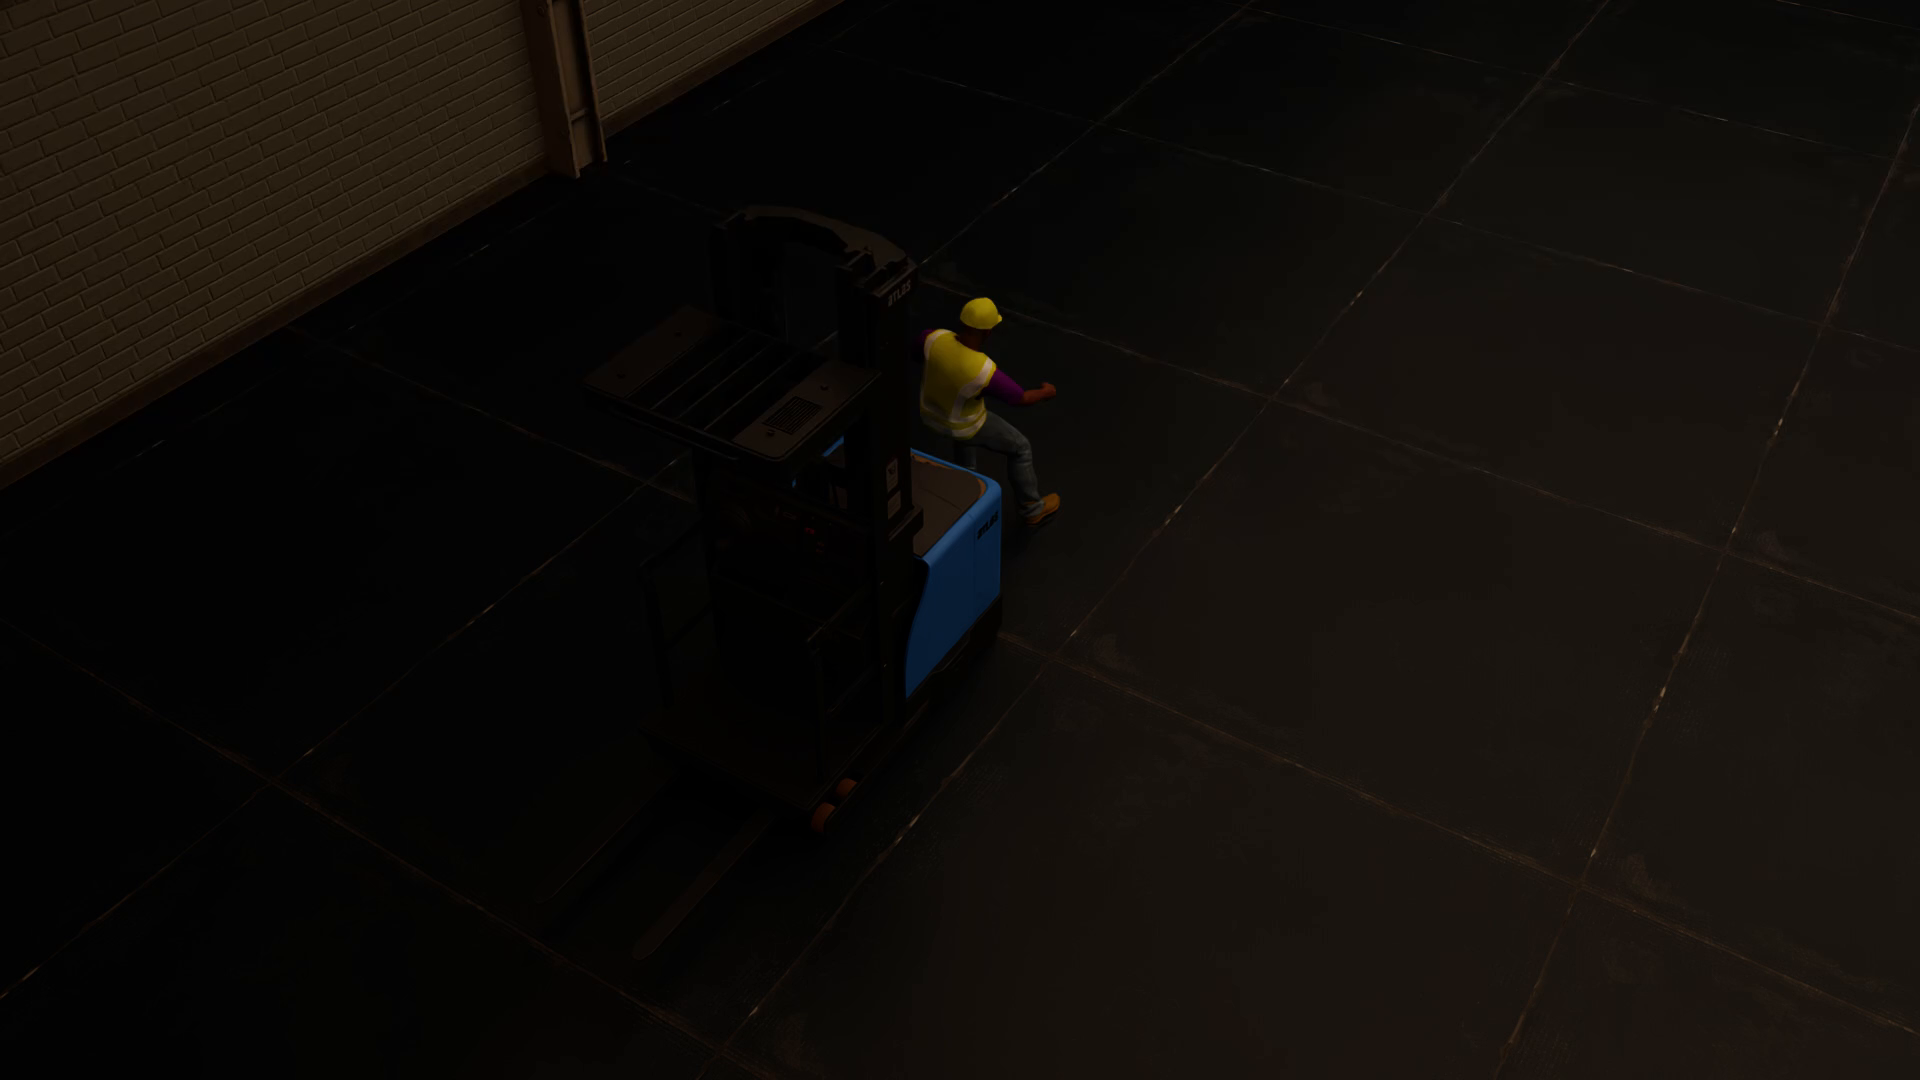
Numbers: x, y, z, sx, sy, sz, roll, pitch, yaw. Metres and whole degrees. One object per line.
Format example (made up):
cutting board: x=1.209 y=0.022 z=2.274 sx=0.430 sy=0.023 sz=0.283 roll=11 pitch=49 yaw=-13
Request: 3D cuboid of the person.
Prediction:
person: x=0.139 y=-0.844 z=10.001 sx=0.856 sy=1.600 sz=0.746 roll=28 pitch=48 yaw=29

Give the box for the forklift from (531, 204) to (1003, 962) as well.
forklift: x=-0.958 y=0.036 z=7.924 sx=1.130 sy=2.935 sz=3.031 roll=22 pitch=45 yaw=24
